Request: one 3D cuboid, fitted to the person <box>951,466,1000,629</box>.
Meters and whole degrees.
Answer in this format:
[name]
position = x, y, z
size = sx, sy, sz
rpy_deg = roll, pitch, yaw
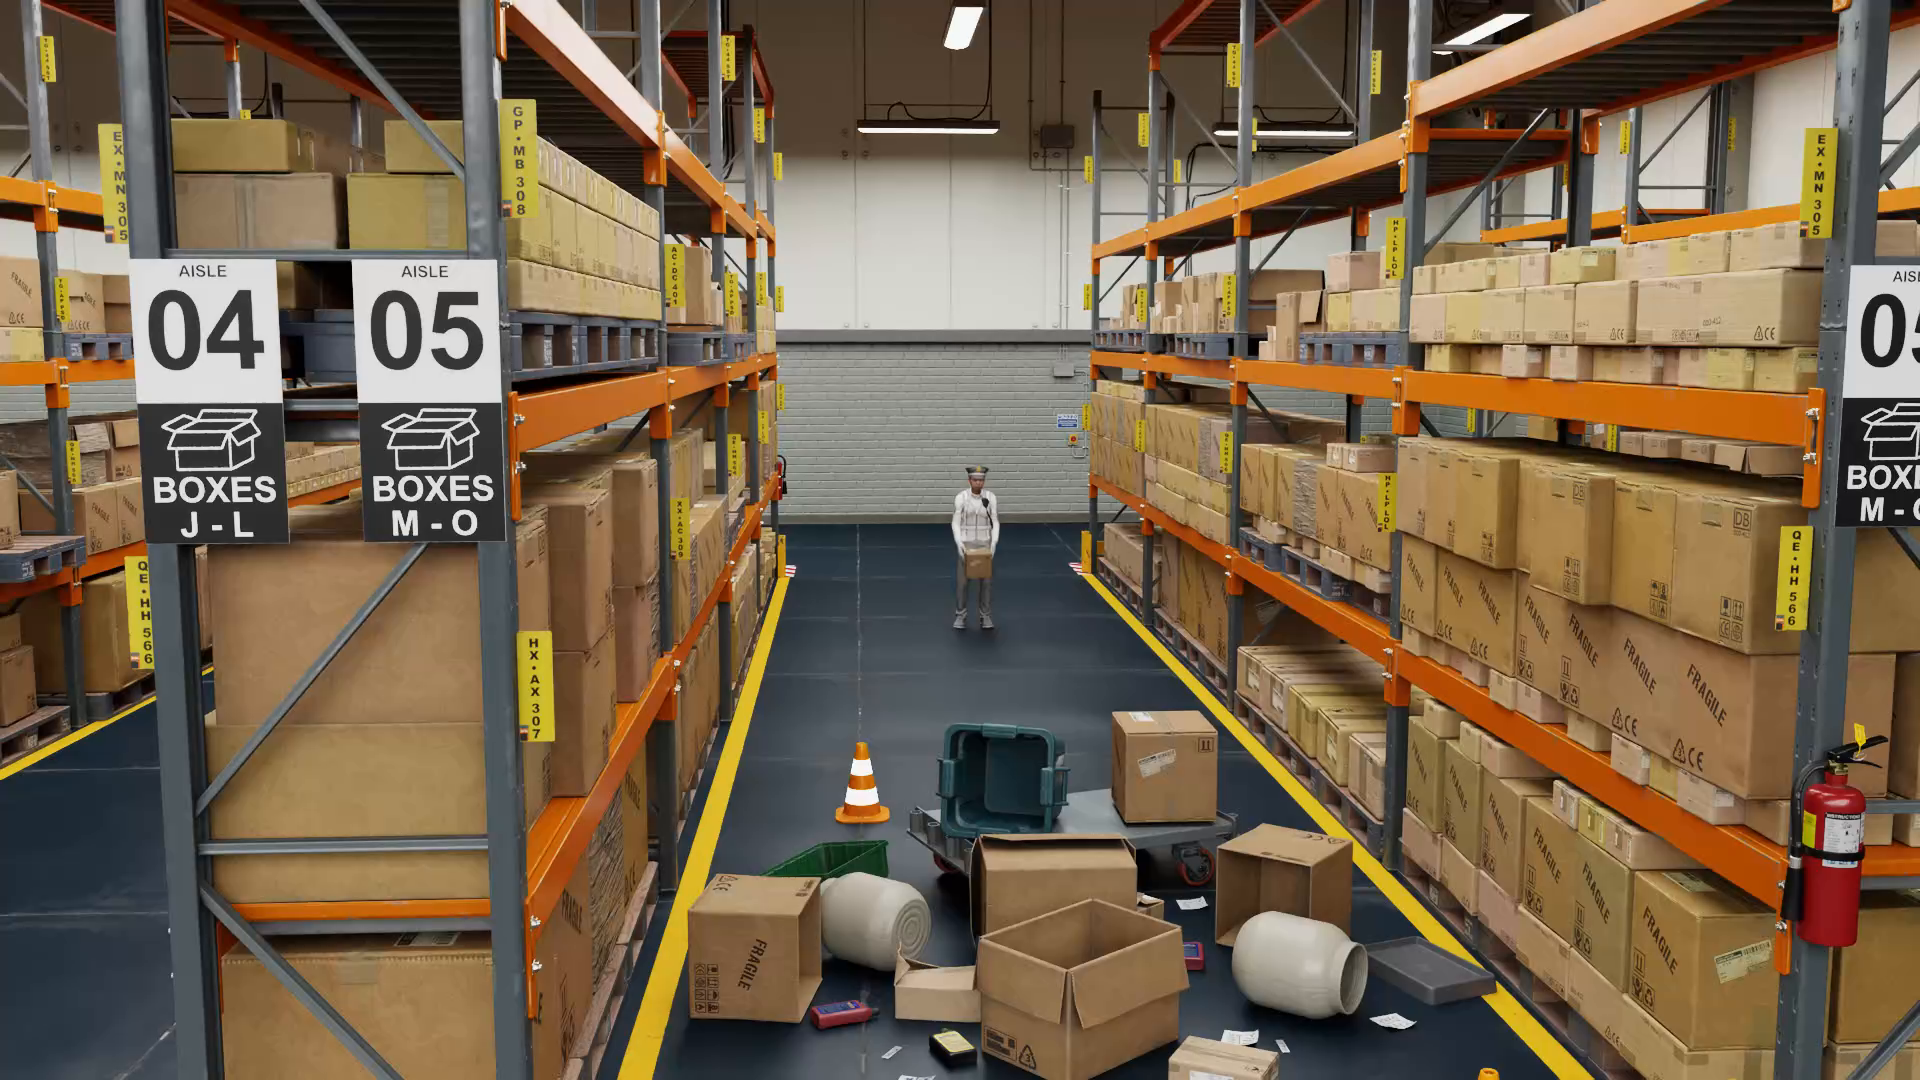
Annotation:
[person]
position = 0.165, 0.065, 17.135
size = 0.502, 1.680, 0.385
rpy_deg = -1, 7, -5
